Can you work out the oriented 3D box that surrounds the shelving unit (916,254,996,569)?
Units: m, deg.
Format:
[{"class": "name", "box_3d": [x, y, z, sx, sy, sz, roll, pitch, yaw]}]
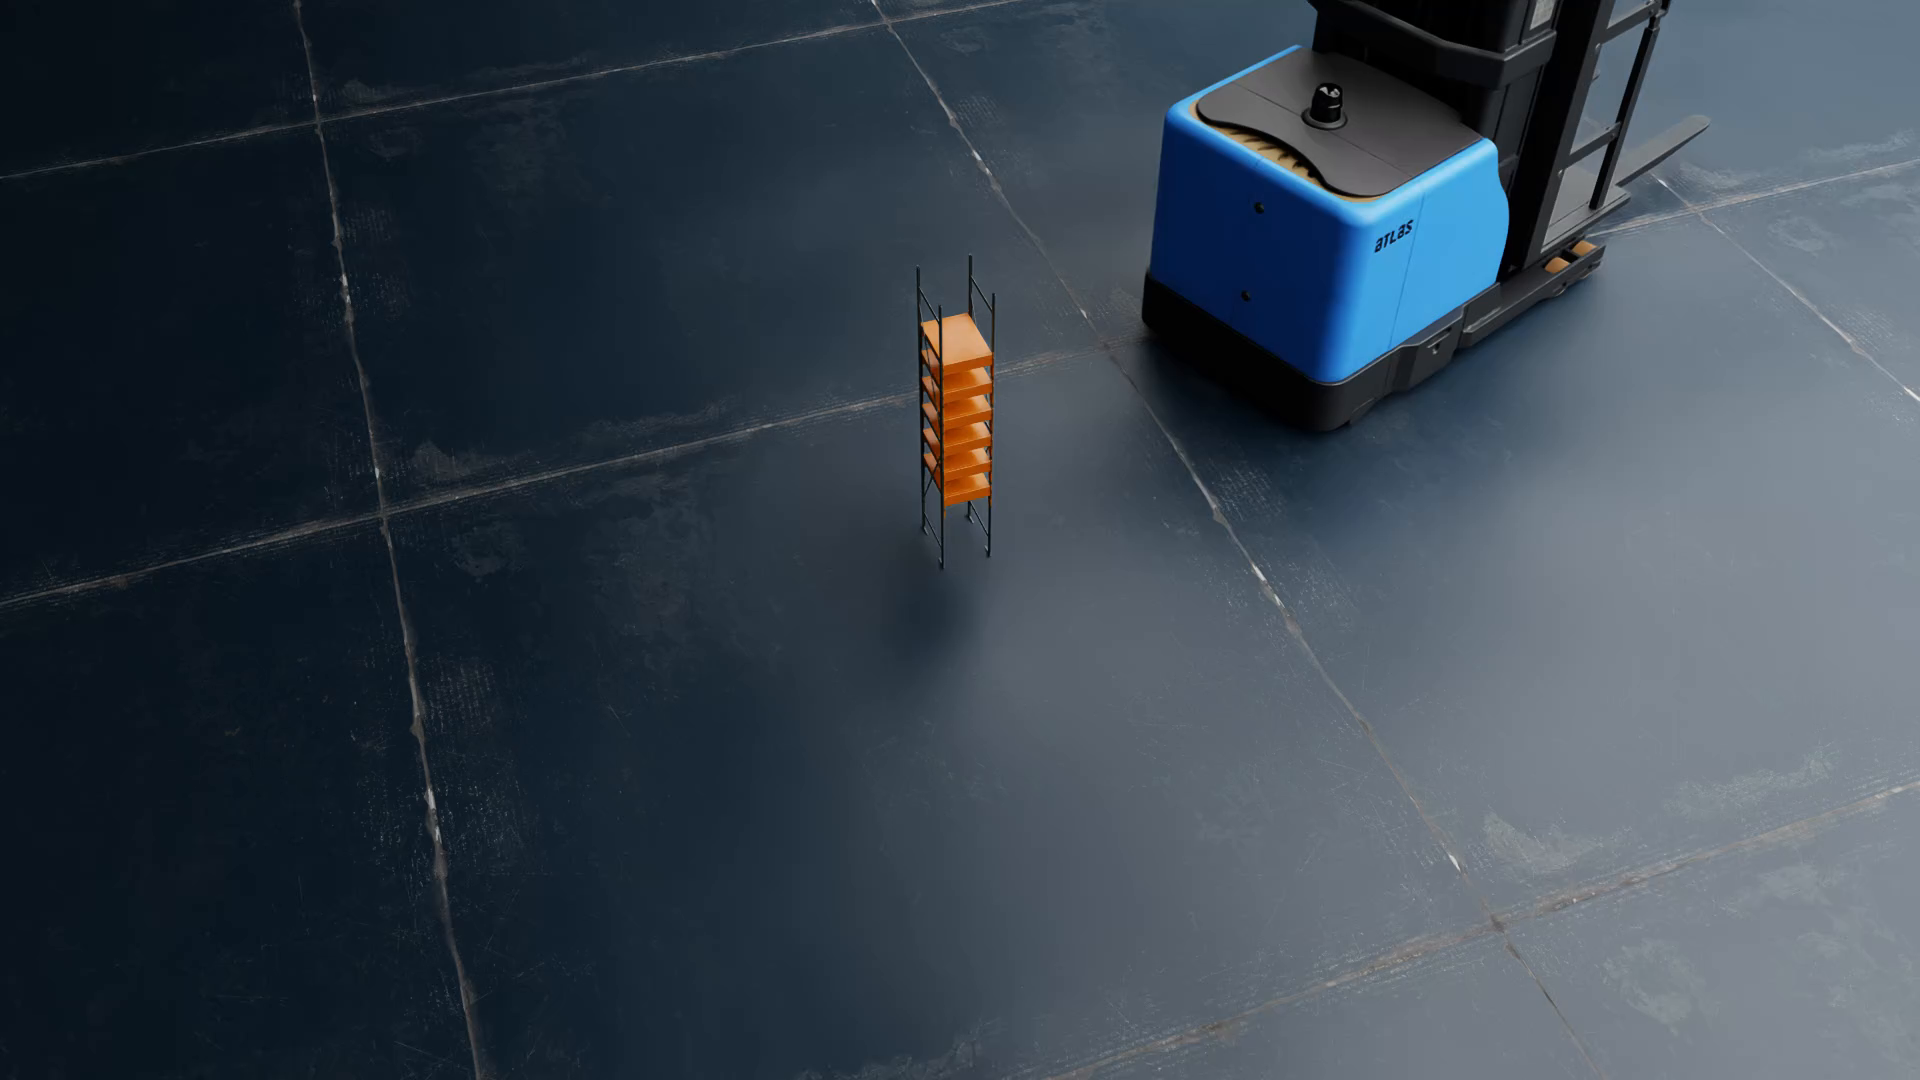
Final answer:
[{"class": "shelving unit", "box_3d": [-0.014, -0.420, 5.822, 0.189, 1.200, 0.258, -14, 47, -14]}]

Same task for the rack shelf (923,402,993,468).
[{"class": "rack shelf", "box_3d": [-0.014, -0.389, 5.853, 0.180, 0.103, 0.258, -14, 47, -14]}]

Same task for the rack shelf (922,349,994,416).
[{"class": "rack shelf", "box_3d": [-0.014, -0.558, 5.683, 0.180, 0.103, 0.258, -14, 47, -14]}]

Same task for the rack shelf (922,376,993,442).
[{"class": "rack shelf", "box_3d": [-0.014, -0.473, 5.768, 0.180, 0.103, 0.258, -14, 47, -14]}]

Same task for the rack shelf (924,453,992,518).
[{"class": "rack shelf", "box_3d": [-0.014, -0.219, 6.023, 0.180, 0.103, 0.258, -14, 47, -14]}]

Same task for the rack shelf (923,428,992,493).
[{"class": "rack shelf", "box_3d": [-0.014, -0.304, 5.938, 0.180, 0.103, 0.258, -14, 47, -14]}]

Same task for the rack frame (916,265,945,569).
[{"class": "rack frame", "box_3d": [-0.100, -0.398, 5.800, 0.006, 1.200, 0.240, -14, 47, -14]}]

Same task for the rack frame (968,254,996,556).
[{"class": "rack frame", "box_3d": [0.072, -0.442, 5.843, 0.006, 1.200, 0.240, -14, 47, -14]}]

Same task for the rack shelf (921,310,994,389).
[{"class": "rack shelf", "box_3d": [-0.014, -0.643, 5.598, 0.180, 0.103, 0.258, -14, 47, -14]}]

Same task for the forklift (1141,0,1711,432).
[{"class": "forklift", "box_3d": [2.221, -2.362, 6.535, 3.031, 2.935, 1.130, -31, 53, -27]}]
